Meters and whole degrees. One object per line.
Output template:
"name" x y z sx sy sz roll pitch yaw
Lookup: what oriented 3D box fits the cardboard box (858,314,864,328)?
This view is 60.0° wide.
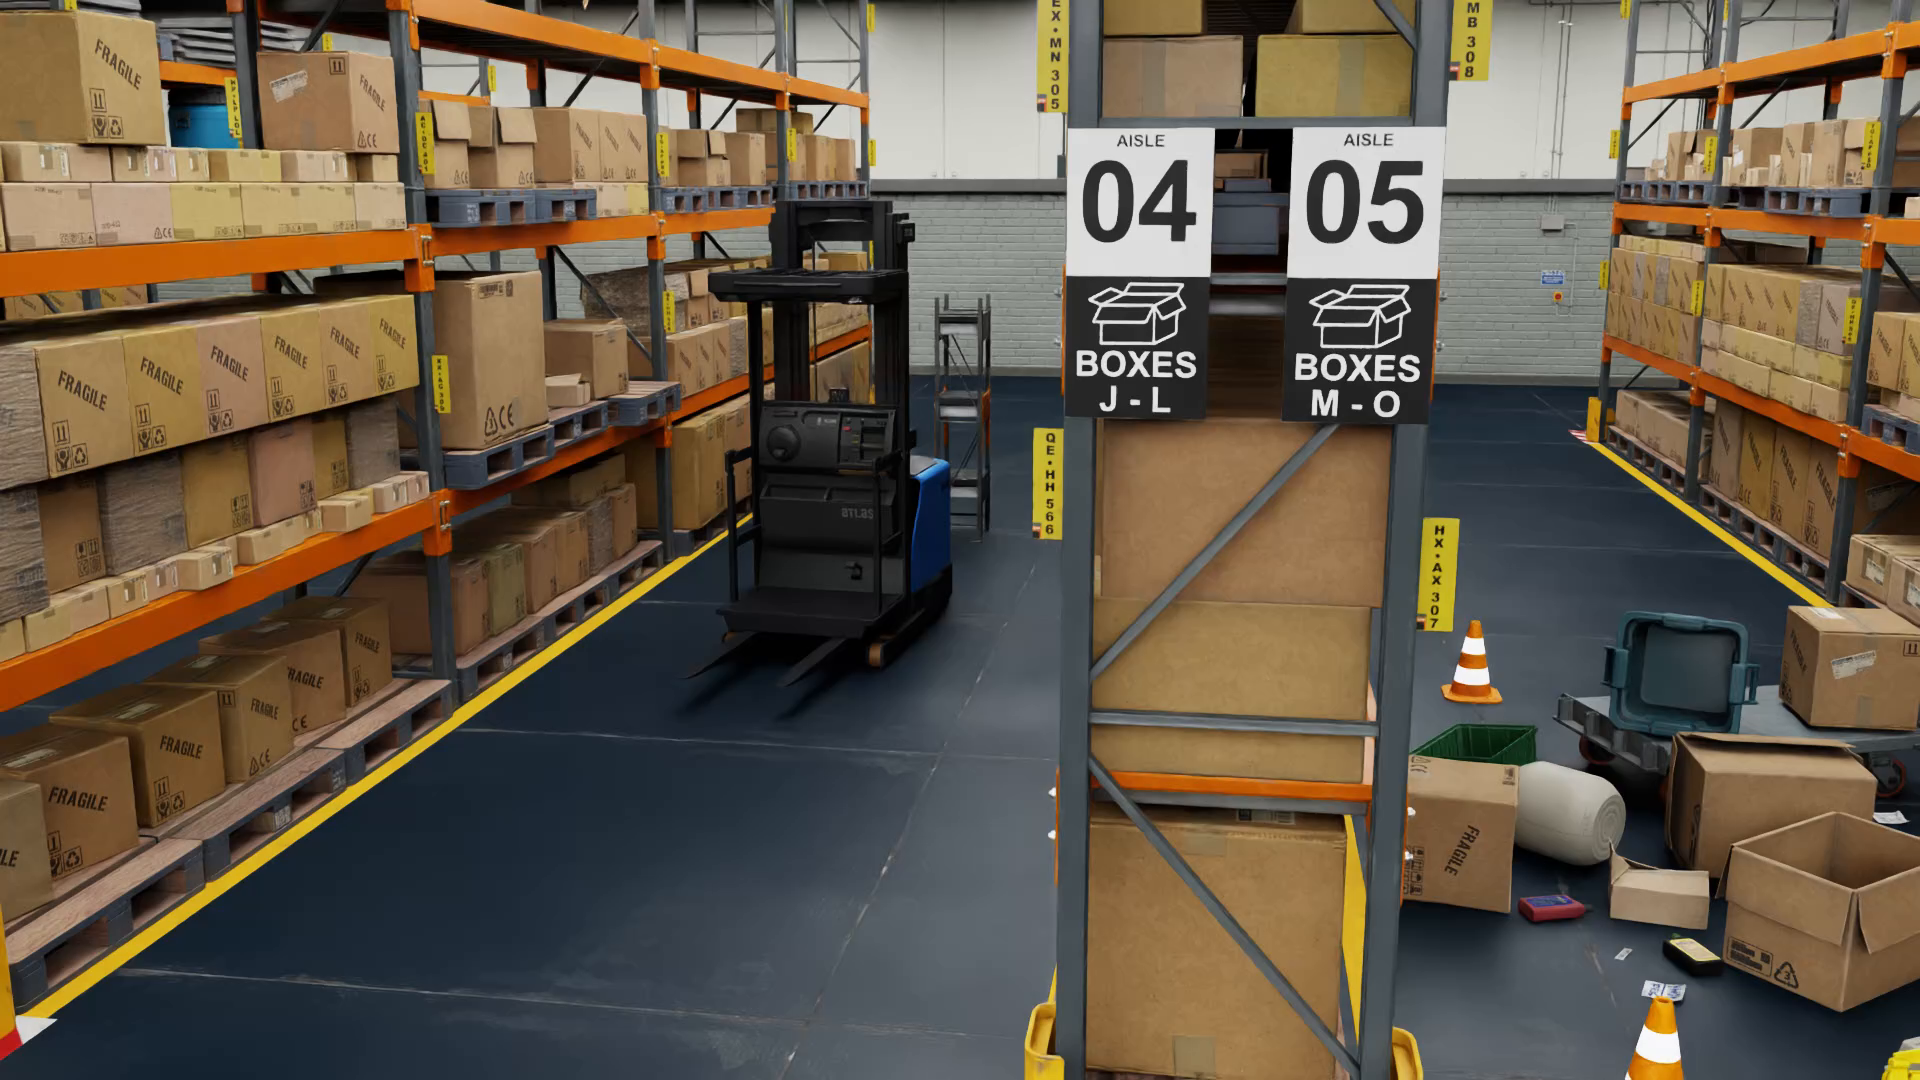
"cardboard box" -1.397 -2.710 20.545 0.380 0.149 0.250 2 12 9

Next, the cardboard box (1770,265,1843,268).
"cardboard box" 7.727 -2.255 15.224 0.500 0.500 0.500 2 12 10

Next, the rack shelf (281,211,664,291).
"rack shelf" -3.167 -2.005 11.263 1.077 0.370 4.000 2 12 9

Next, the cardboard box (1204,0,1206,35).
"cardboard box" 0.552 -1.580 5.054 0.380 0.149 0.250 2 12 9

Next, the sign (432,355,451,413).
"sign" -2.937 -0.881 9.406 0.100 0.325 0.005 2 12 9

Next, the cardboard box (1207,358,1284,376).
"cardboard box" 1.105 -0.366 6.153 0.875 0.550 0.550 2 12 9

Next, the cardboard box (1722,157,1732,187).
"cardboard box" 7.125 -3.331 15.032 0.396 0.266 0.258 2 12 8

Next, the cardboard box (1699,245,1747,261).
"cardboard box" 7.429 -2.799 16.209 0.380 0.149 0.250 2 12 10

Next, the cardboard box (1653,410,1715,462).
"cardboard box" 7.887 -1.084 17.490 0.875 0.438 0.875 2 12 7

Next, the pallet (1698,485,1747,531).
"pallet" 7.504 -0.292 15.346 1.003 0.211 1.213 2 12 9

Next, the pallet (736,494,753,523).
"pallet" -2.474 -0.358 15.654 1.003 0.211 1.213 2 12 9

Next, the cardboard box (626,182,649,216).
"cardboard box" -2.690 -2.593 12.639 0.500 0.250 0.500 2 12 9

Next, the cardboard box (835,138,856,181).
"cardboard box" -1.656 -4.631 20.271 0.700 0.500 0.500 1 12 5

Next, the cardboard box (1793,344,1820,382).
"cardboard box" 6.831 -1.372 12.911 0.500 0.250 0.500 2 12 7

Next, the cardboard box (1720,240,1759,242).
"cardboard box" 8.106 -3.047 17.359 0.380 0.149 0.250 2 12 9

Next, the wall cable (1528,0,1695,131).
"wall cable" 9.502 -6.752 24.462 2.355 3.000 0.029 2 12 9

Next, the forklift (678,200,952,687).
"forklift" -0.933 -0.702 10.793 1.130 2.935 3.031 3 13 15

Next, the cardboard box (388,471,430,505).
"cardboard box" -3.217 -0.297 9.346 0.380 0.149 0.250 2 12 9

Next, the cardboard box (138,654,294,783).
"cardboard box" -3.674 0.876 8.245 0.500 0.500 0.500 1 12 4

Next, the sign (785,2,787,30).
"sign" -2.177 -6.458 20.505 0.100 0.325 0.005 2 12 9

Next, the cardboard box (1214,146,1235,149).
"cardboard box" 1.059 -1.992 7.912 0.500 0.250 0.500 2 12 9

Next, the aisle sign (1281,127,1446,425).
"aisle sign" 1.081 -0.706 4.477 0.394 0.787 0.004 2 12 9

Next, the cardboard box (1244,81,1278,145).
"cardboard box" 1.432 -1.765 6.857 0.500 0.250 0.500 2 12 8

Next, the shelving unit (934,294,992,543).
"shelving unit" 0.025 -1.061 14.432 0.431 2.100 0.503 2 12 9

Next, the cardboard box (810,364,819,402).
"cardboard box" -2.064 -1.441 18.104 0.875 0.875 0.875 2 12 9

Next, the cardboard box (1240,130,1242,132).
"cardboard box" 1.463 -2.341 10.093 0.500 0.311 0.500 1 12 7

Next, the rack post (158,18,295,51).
"rack post" -7.299 -5.021 16.611 0.937 0.300 0.954 2 12 8

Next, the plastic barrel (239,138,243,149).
"plastic barrel" -7.078 -3.867 16.752 0.600 0.588 0.600 0 12 0

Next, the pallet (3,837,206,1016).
"pallet" -3.918 1.538 6.855 1.003 0.211 1.213 2 12 9

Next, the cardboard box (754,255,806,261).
"cardboard box" -2.120 -3.107 19.661 0.500 0.500 0.500 2 12 7

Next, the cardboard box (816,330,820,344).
"cardboard box" -1.751 -2.231 18.324 0.380 0.149 0.250 2 12 7

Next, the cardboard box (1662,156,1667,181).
"cardboard box" 7.883 -4.018 17.873 0.500 0.311 0.500 2 12 10

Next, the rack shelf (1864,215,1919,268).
"rack shelf" 6.625 -1.684 9.773 1.077 0.370 4.000 2 12 9

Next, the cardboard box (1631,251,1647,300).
"cardboard box" 7.664 -2.882 18.138 0.500 0.500 0.500 2 12 8

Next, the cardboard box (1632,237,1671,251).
"cardboard box" 7.689 -3.278 18.433 0.380 0.149 0.250 1 12 7

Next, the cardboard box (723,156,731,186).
"cardboard box" -2.502 -3.542 15.902 0.500 0.311 0.500 1 12 7

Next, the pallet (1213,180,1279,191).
"pallet" 1.085 -1.292 6.458 1.003 0.211 1.213 2 12 9

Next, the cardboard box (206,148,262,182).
"cardboard box" -3.437 -1.710 7.598 0.380 0.149 0.250 2 12 11

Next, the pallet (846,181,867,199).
"pallet" -1.733 -4.240 20.138 1.003 0.211 1.213 2 12 9

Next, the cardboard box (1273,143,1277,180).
"cardboard box" 1.515 -1.592 7.003 0.380 0.149 0.250 2 12 10

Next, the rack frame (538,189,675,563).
"rack frame" -2.860 -1.306 13.435 1.000 3.000 0.127 2 12 9

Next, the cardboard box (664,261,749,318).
"cardboard box" -2.451 -2.403 15.904 0.797 0.503 0.637 2 12 9

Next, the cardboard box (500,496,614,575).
"cardboard box" -3.015 -0.044 12.465 0.700 0.500 0.500 1 12 4

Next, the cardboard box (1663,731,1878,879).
"cardboard box" 3.606 1.191 7.449 0.797 0.637 0.503 2 12 9

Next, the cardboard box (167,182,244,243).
"cardboard box" -3.532 -1.445 7.315 0.500 0.250 0.500 2 12 10

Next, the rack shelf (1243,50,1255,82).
"rack shelf" 2.334 -3.927 14.010 1.077 0.370 4.000 2 12 9

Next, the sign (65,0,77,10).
"sign" -7.209 -4.226 13.506 0.100 0.325 0.005 2 12 9

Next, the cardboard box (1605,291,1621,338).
"cardboard box" 7.805 -2.609 19.242 0.500 0.500 0.500 2 12 8

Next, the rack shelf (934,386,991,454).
"rack shelf" 0.025 -1.048 14.435 0.431 0.518 0.480 2 12 9

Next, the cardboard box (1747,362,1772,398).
"cardboard box" 6.961 -1.344 13.966 0.500 0.250 0.500 2 12 8

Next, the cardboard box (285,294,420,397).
"cardboard box" -3.272 -1.054 8.948 0.500 0.500 0.500 2 12 9

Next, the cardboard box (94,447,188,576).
"cardboard box" -3.900 -0.160 7.171 0.875 0.500 0.500 2 12 9

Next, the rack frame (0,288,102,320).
"rack frame" -7.754 -1.467 14.180 1.000 3.000 0.127 2 12 9

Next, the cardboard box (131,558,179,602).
"cardboard box" -3.625 0.170 7.182 0.380 0.149 0.250 2 12 9

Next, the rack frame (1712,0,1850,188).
"rack frame" 7.548 -4.751 15.177 1.000 3.000 0.127 2 12 9

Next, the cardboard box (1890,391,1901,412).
"cardboard box" 6.622 -0.948 11.374 0.380 0.149 0.250 1 12 5
